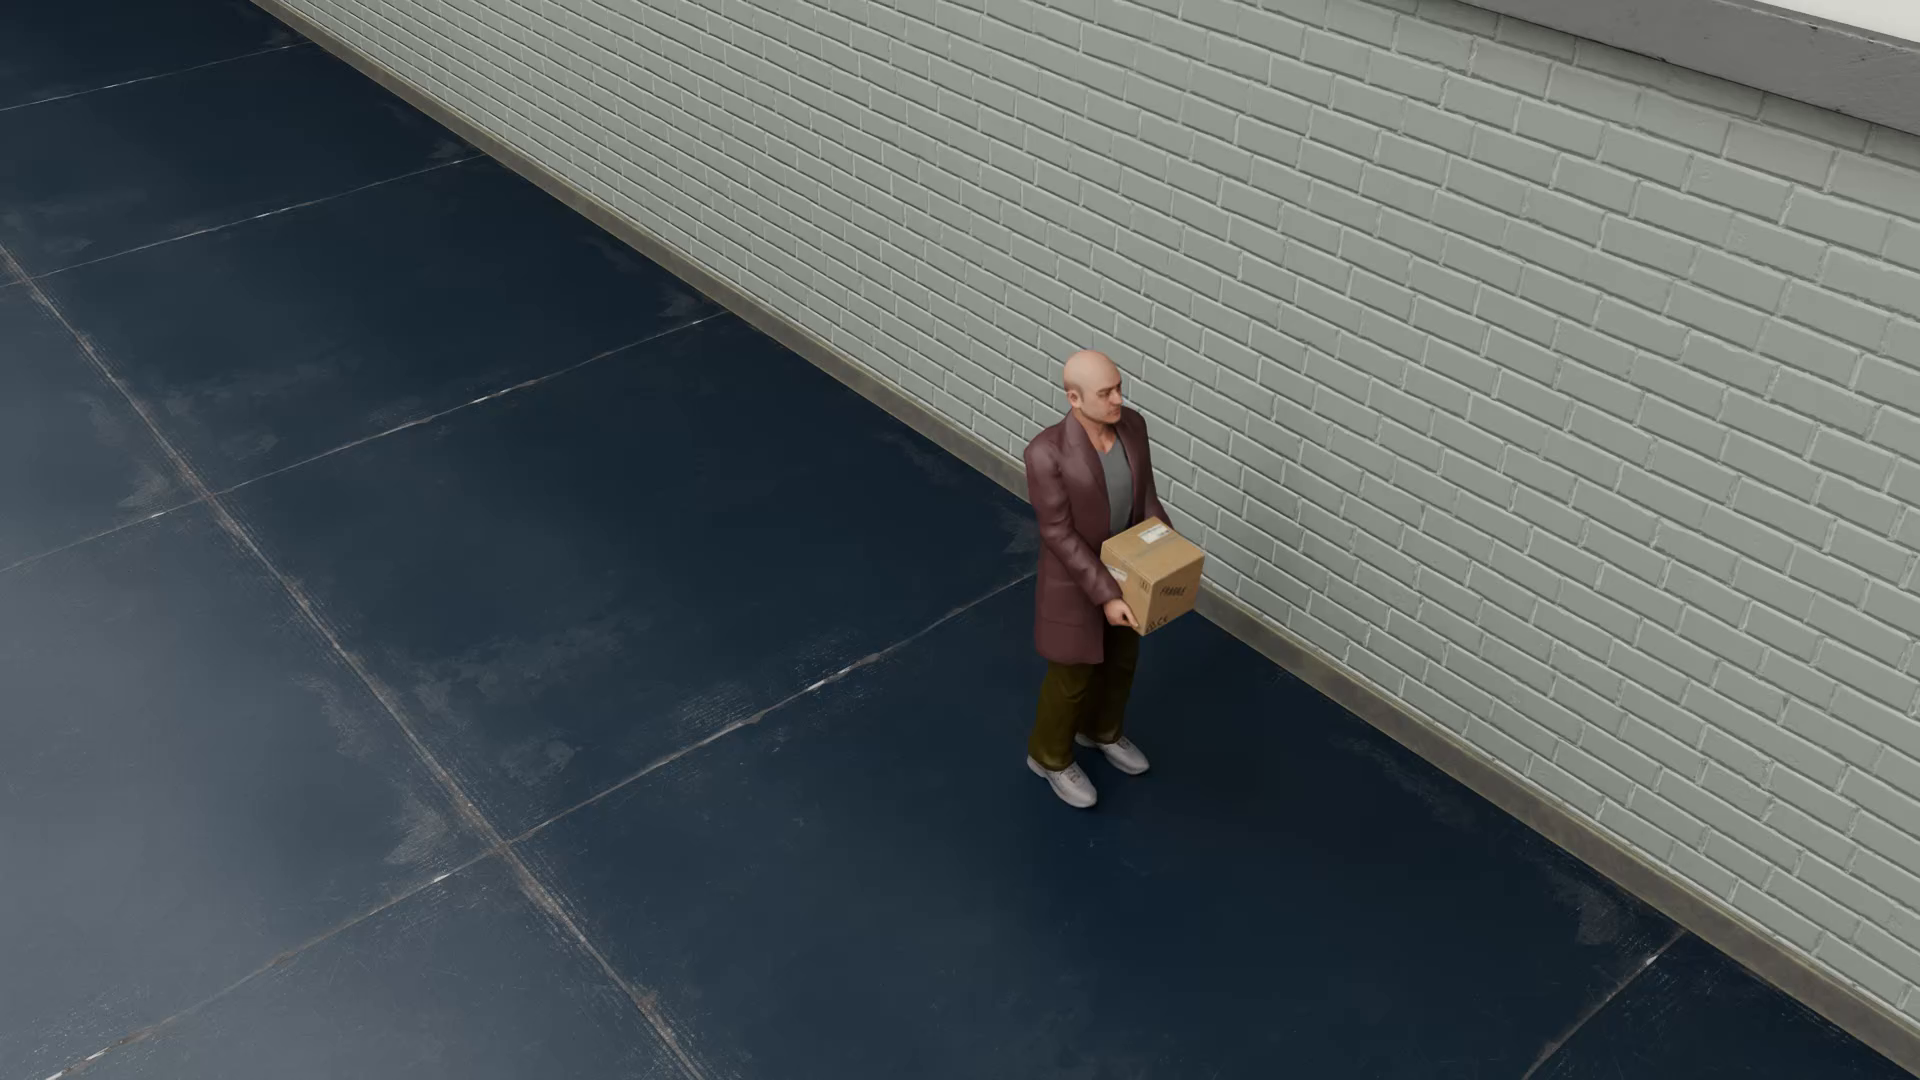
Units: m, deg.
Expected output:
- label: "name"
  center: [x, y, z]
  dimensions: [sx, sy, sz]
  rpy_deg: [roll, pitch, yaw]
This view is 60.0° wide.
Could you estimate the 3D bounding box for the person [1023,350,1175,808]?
- label: "person"
  center: [0.534, 0.185, 5.905]
  dimensions: [0.530, 1.769, 0.555]
  rpy_deg: [-25, 43, -31]
